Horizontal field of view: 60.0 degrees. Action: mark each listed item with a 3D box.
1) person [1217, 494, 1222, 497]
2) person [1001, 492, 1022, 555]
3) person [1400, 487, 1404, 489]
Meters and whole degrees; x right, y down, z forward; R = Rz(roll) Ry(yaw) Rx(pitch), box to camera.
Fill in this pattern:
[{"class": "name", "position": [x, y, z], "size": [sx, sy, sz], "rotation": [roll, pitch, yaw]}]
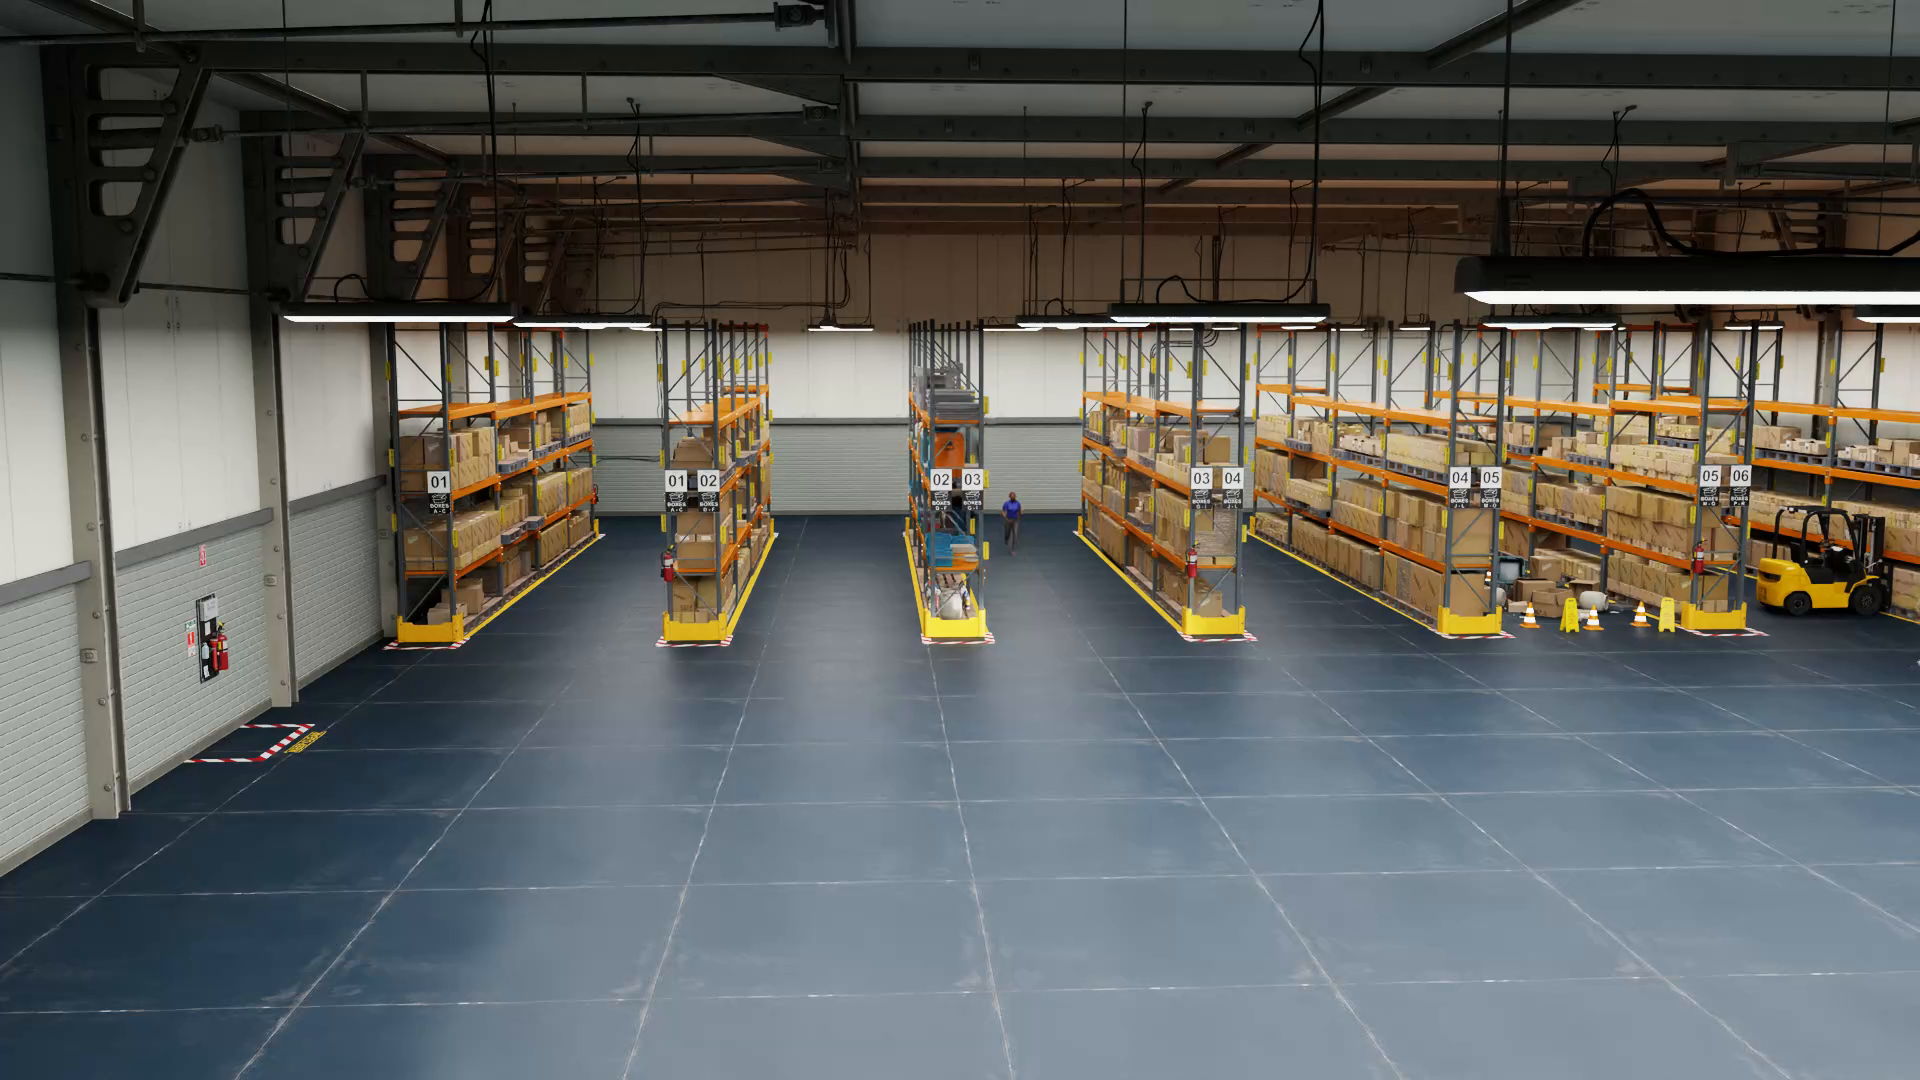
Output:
[{"class": "person", "position": [7.224, -0.936, 47.093], "size": [0.667, 1.553, 0.484], "rotation": [2, 7, 14]}, {"class": "person", "position": [1.361, -0.450, 43.688], "size": [0.555, 1.640, 0.975], "rotation": [-1, 7, -6]}, {"class": "person", "position": [11.515, -0.506, 43.455], "size": [0.704, 1.734, 0.724], "rotation": [-2, 7, -14]}]
